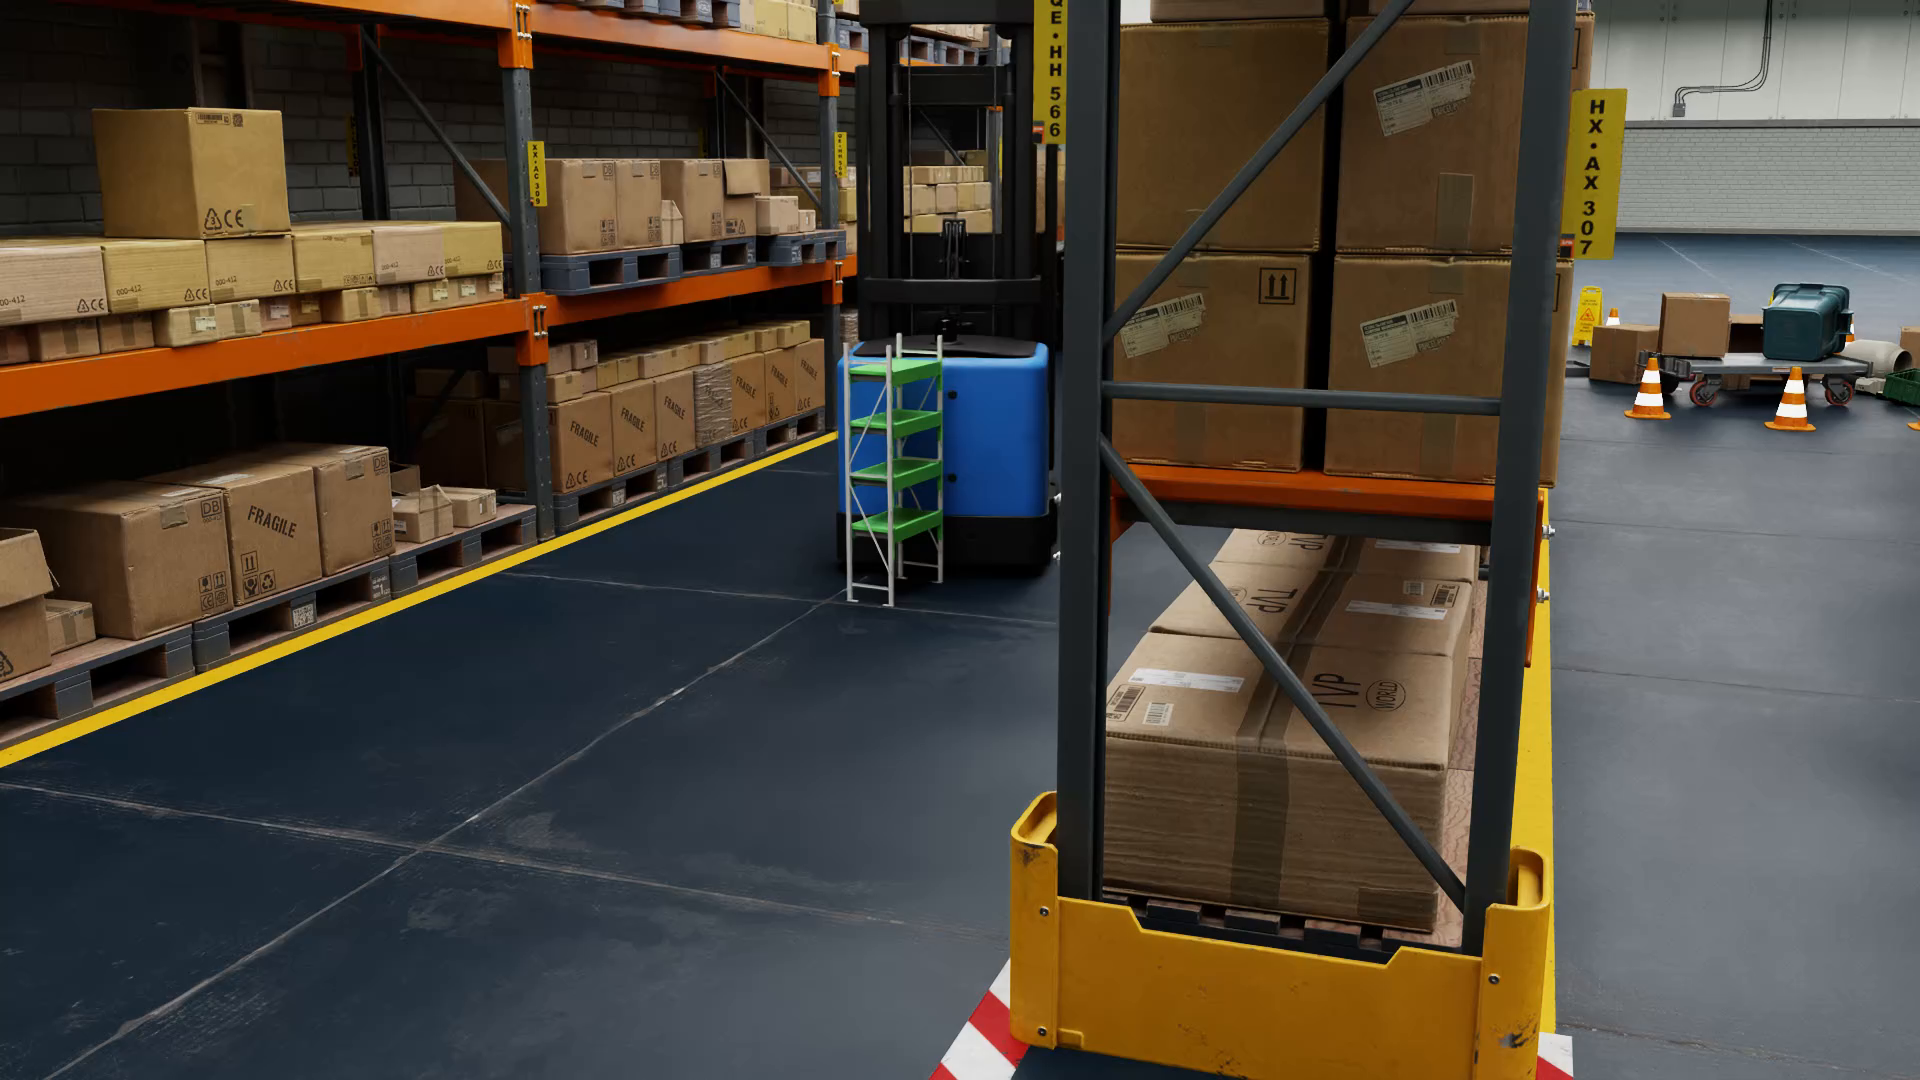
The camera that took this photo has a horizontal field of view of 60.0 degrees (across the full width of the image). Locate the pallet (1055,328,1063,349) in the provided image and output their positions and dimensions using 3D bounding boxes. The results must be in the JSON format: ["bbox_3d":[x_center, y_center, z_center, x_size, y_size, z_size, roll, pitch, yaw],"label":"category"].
[{"bbox_3d":[0.590,-2.241,18.332,1.003,0.211,1.213,4,14,18],"label":"pallet"}]

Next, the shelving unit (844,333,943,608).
[{"bbox_3d":[-0.302,-0.337,7.767,0.258,1.200,0.503,6,14,26],"label":"shelving unit"}]

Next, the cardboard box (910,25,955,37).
[{"bbox_3d":[-0.352,-4.519,14.338,0.500,0.311,0.500,4,13,16],"label":"cardboard box"}]

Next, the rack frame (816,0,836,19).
[{"bbox_3d":[-1.394,-5.261,11.815,1.000,3.000,0.127,4,14,18],"label":"rack frame"}]

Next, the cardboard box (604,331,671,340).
[{"bbox_3d":[-2.188,-1.330,11.290,0.380,0.149,0.250,4,13,17],"label":"cardboard box"}]

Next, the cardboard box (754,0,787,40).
[{"bbox_3d":[-1.492,-3.494,11.151,0.500,0.250,0.500,4,14,19],"label":"cardboard box"}]

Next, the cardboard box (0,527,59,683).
[{"bbox_3d":[-3.695,0.239,5.868,0.797,0.503,0.637,4,13,16],"label":"cardboard box"}]

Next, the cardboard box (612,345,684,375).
[{"bbox_3d":[-1.957,-1.132,10.423,0.380,0.149,0.250,5,14,20],"label":"cardboard box"}]

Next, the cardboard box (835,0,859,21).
[{"bbox_3d":[-0.929,-4.236,12.671,0.500,0.500,0.500,4,14,19],"label":"cardboard box"}]

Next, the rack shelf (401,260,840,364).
[{"bbox_3d":[-2.041,-1.564,10.717,1.077,0.370,4.000,4,14,18],"label":"rack shelf"}]

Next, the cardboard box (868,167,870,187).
[{"bbox_3d":[-0.868,-2.859,13.092,0.380,0.149,0.250,5,14,20],"label":"cardboard box"}]

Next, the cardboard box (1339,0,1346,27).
[{"bbox_3d":[0.826,-1.403,4.466,0.380,0.149,0.250,5,14,20],"label":"cardboard box"}]

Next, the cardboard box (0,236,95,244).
[{"bbox_3d":[-3.752,-1.052,6.525,0.500,0.250,0.500,5,14,20],"label":"cardboard box"}]

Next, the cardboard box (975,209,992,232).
[{"bbox_3d":[-0.015,-2.980,15.642,0.500,0.250,0.500,5,14,20],"label":"cardboard box"}]

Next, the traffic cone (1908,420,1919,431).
[{"bbox_3d":[7.452,-1.076,12.663,0.336,0.463,0.334,4,14,18],"label":"traffic cone"}]

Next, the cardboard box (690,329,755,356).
[{"bbox_3d":[-1.628,-1.352,11.386,0.380,0.149,0.250,5,14,20],"label":"cardboard box"}]

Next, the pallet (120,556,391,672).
[{"bbox_3d":[-3.304,0.268,7.340,1.003,0.211,1.213,4,14,18],"label":"pallet"}]

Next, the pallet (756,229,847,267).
[{"bbox_3d":[-1.547,-2.095,11.856,1.213,0.211,1.003,4,14,18],"label":"pallet"}]

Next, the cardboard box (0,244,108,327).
[{"bbox_3d":[-3.418,-0.906,5.885,0.500,0.250,0.500,5,14,19],"label":"cardboard box"}]

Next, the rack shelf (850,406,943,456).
[{"bbox_3d":[-0.302,-0.508,7.728,0.258,0.148,0.480,6,14,26],"label":"rack shelf"}]

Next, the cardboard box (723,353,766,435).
[{"bbox_3d":[-1.666,-1.003,11.314,0.500,0.500,0.500,5,14,21],"label":"cardboard box"}]

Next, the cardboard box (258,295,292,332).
[{"bbox_3d":[-3.068,-0.963,7.029,0.380,0.149,0.250,4,14,18],"label":"cardboard box"}]

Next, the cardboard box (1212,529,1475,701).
[{"bbox_3d":[1.416,0.220,6.097,0.875,0.438,0.875,4,13,17],"label":"cardboard box"}]

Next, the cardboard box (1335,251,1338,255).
[{"bbox_3d":[0.798,-0.569,4.516,0.500,0.500,0.500,4,13,17],"label":"cardboard box"}]

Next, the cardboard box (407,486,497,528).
[{"bbox_3d":[-2.591,-0.170,8.456,0.380,0.149,0.250,4,13,17],"label":"cardboard box"}]

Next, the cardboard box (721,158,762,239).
[{"bbox_3d":[-1.747,-2.234,10.860,0.797,0.503,0.637,4,13,17],"label":"cardboard box"}]

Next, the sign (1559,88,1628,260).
[{"bbox_3d":[1.239,-0.715,3.254,0.100,0.325,0.005,4,14,18],"label":"sign"}]

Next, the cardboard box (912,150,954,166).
[{"bbox_3d":[-0.282,-3.777,16.446,0.380,0.149,0.250,4,14,19],"label":"cardboard box"}]

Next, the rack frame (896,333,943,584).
[{"bbox_3d":[-0.191,-0.385,7.979,0.240,1.200,0.015,6,14,26],"label":"rack frame"}]

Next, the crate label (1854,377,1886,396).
[{"bbox_3d":[8.015,-1.347,14.583,0.298,0.136,0.250,-5,14,-21],"label":"crate label"}]

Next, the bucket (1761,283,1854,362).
[{"bbox_3d":[7.177,-1.826,14.190,0.726,0.611,0.620,10,26,38],"label":"bucket"}]

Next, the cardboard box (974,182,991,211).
[{"bbox_3d":[-0.017,-3.227,15.600,0.500,0.250,0.500,4,13,17],"label":"cardboard box"}]

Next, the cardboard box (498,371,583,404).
[{"bbox_3d":[-2.320,-0.853,9.199,0.380,0.149,0.250,5,14,21],"label":"cardboard box"}]

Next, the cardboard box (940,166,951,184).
[{"bbox_3d":[-0.299,-3.237,14.745,0.380,0.149,0.250,4,13,17],"label":"cardboard box"}]

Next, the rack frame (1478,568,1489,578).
[{"bbox_3d":[2.010,-1.137,7.230,1.000,3.000,0.127,4,14,18],"label":"rack frame"}]

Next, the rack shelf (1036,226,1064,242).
[{"bbox_3d":[0.547,-3.249,18.097,1.077,0.370,4.000,4,14,18],"label":"rack shelf"}]

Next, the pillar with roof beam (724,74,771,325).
[{"bbox_3d":[2.248,-5.290,11.944,9.100,9.000,0.400,4,14,18],"label":"pillar with roof beam"}]

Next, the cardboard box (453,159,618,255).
[{"bbox_3d":[-2.320,-1.833,9.110,0.700,0.500,0.500,5,14,20],"label":"cardboard box"}]

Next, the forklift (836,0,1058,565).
[{"bbox_3d":[-0.001,-1.579,9.319,1.130,2.935,3.031,1,13,3],"label":"forklift"}]

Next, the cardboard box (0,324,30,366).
[{"bbox_3d":[-3.526,-0.693,5.850,0.380,0.149,0.250,4,14,18],"label":"cardboard box"}]

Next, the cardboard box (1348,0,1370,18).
[{"bbox_3d":[1.110,-1.263,3.850,0.380,0.149,0.250,5,14,20],"label":"cardboard box"}]

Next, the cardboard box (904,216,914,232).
[{"bbox_3d":[-0.692,-2.553,13.771,0.500,0.250,0.500,4,13,17],"label":"cardboard box"}]

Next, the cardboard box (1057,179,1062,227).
[{"bbox_3d":[0.789,-3.624,17.899,0.500,0.500,0.500,4,14,19],"label":"cardboard box"}]

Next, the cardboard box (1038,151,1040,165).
[{"bbox_3d":[0.626,-4.011,17.470,0.380,0.149,0.250,4,14,18],"label":"cardboard box"}]

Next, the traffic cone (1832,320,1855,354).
[{"bbox_3d":[9.093,-2.083,17.072,0.336,0.463,0.334,4,14,18],"label":"traffic cone"}]

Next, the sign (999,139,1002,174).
[{"bbox_3d":[0.417,-3.667,15.890,0.100,0.325,0.005,4,14,18],"label":"sign"}]

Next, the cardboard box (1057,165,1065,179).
[{"bbox_3d":[0.956,-4.021,18.180,0.380,0.149,0.250,4,14,19],"label":"cardboard box"}]

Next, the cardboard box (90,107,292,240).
[{"bbox_3d":[-3.096,-1.481,6.720,0.500,0.500,0.500,5,14,20],"label":"cardboard box"}]

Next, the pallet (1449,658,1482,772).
[{"bbox_3d":[1.297,0.634,5.734,1.003,0.211,1.213,4,14,18],"label":"pallet"}]

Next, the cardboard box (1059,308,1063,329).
[{"bbox_3d":[0.854,-2.443,18.188,0.500,0.250,0.500,5,14,20],"label":"cardboard box"}]

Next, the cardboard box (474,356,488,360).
[{"bbox_3d":[-2.691,-1.002,9.853,0.380,0.149,0.250,5,14,19],"label":"cardboard box"}]
